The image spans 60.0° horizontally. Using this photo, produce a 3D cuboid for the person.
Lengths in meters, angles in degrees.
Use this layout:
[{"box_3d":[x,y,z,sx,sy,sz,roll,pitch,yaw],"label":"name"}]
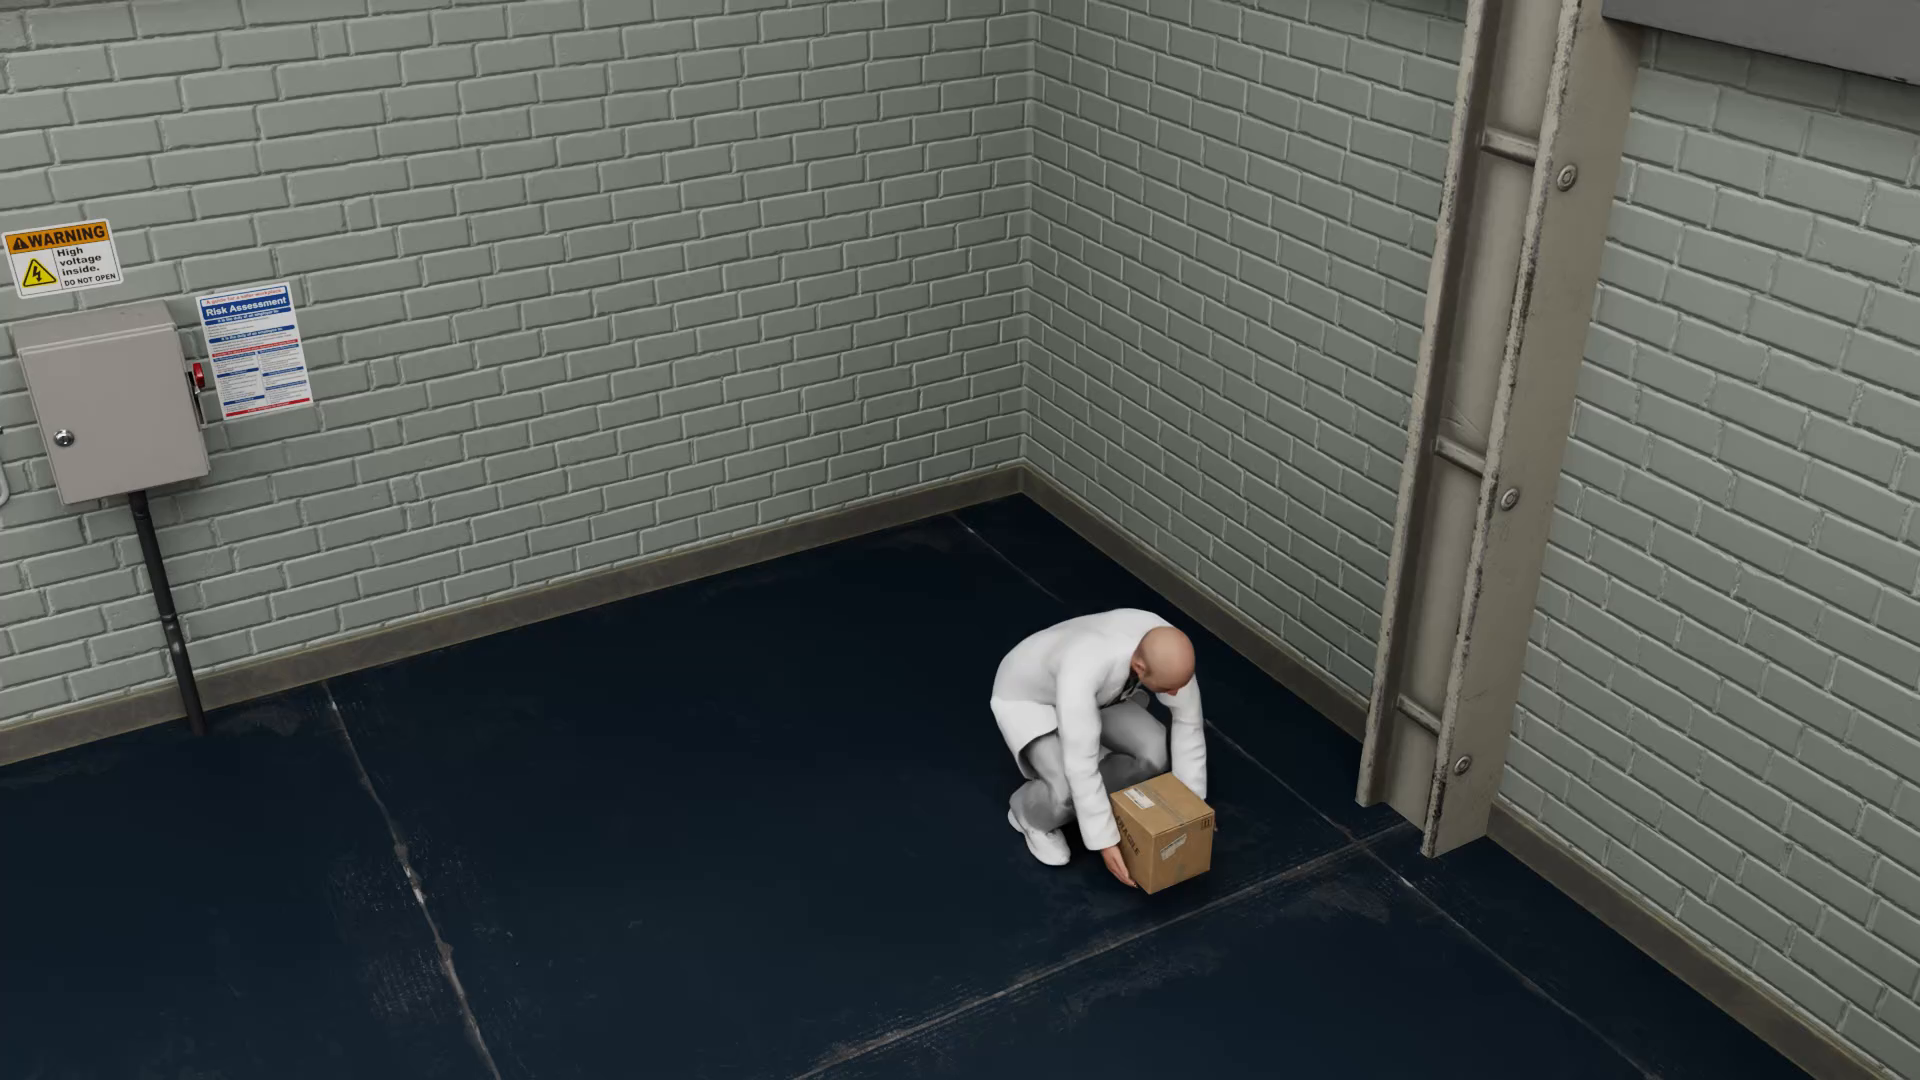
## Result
[{"box_3d":[0.482,0.640,5.733,0.612,1.046,0.895,-16,32,-27],"label":"person"}]
